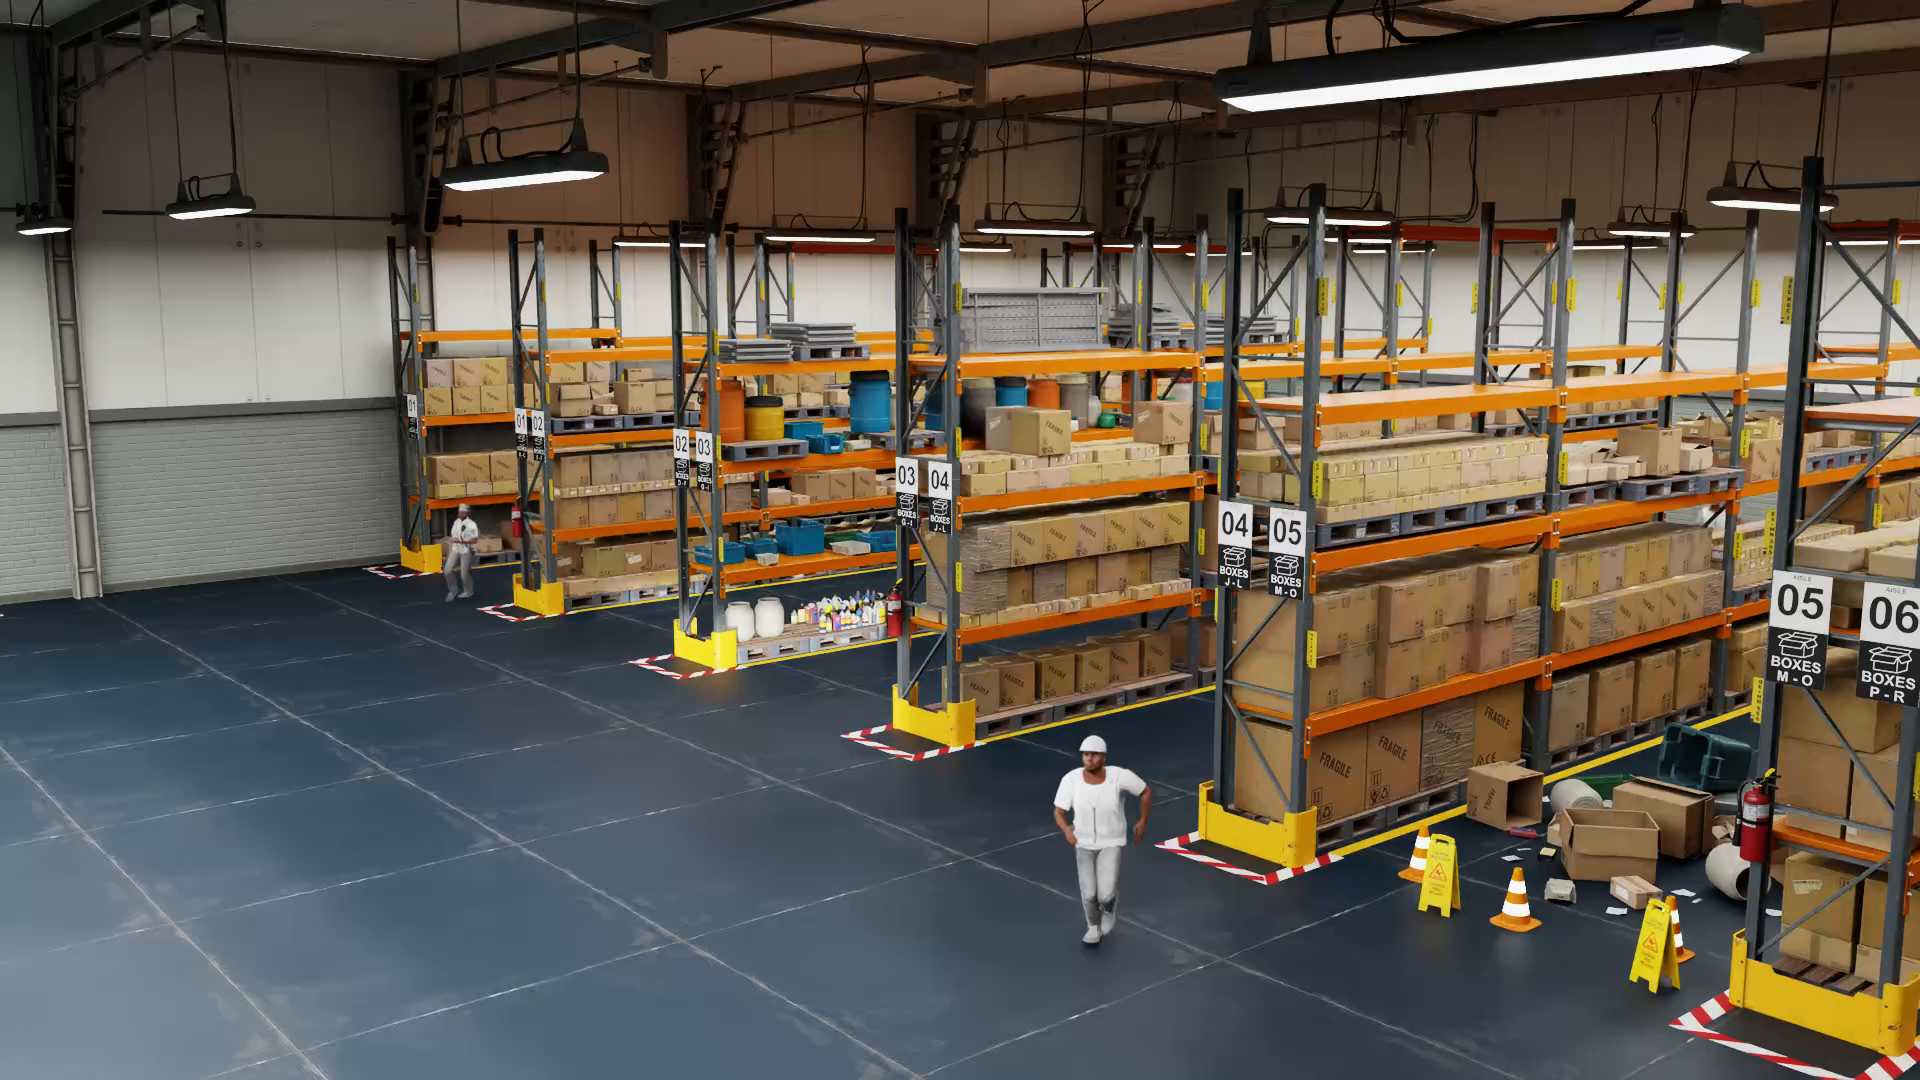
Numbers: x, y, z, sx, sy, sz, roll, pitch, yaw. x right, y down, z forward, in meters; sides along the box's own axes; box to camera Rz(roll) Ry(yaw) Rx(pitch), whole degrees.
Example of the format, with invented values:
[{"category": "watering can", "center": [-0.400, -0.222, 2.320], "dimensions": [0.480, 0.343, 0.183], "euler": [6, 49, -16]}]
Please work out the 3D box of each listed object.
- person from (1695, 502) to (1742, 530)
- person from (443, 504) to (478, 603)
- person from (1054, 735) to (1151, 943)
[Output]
[{"category": "person", "center": [12.476, 0.063, 27.453], "dimensions": [0.693, 1.762, 0.806], "euler": [7, 11, 40]}, {"category": "person", "center": [-8.092, 0.210, 27.137], "dimensions": [0.642, 1.668, 0.658], "euler": [3, 9, 20]}, {"category": "person", "center": [1.076, 2.351, 12.857], "dimensions": [0.723, 1.714, 0.723], "euler": [3, 9, 16]}]
